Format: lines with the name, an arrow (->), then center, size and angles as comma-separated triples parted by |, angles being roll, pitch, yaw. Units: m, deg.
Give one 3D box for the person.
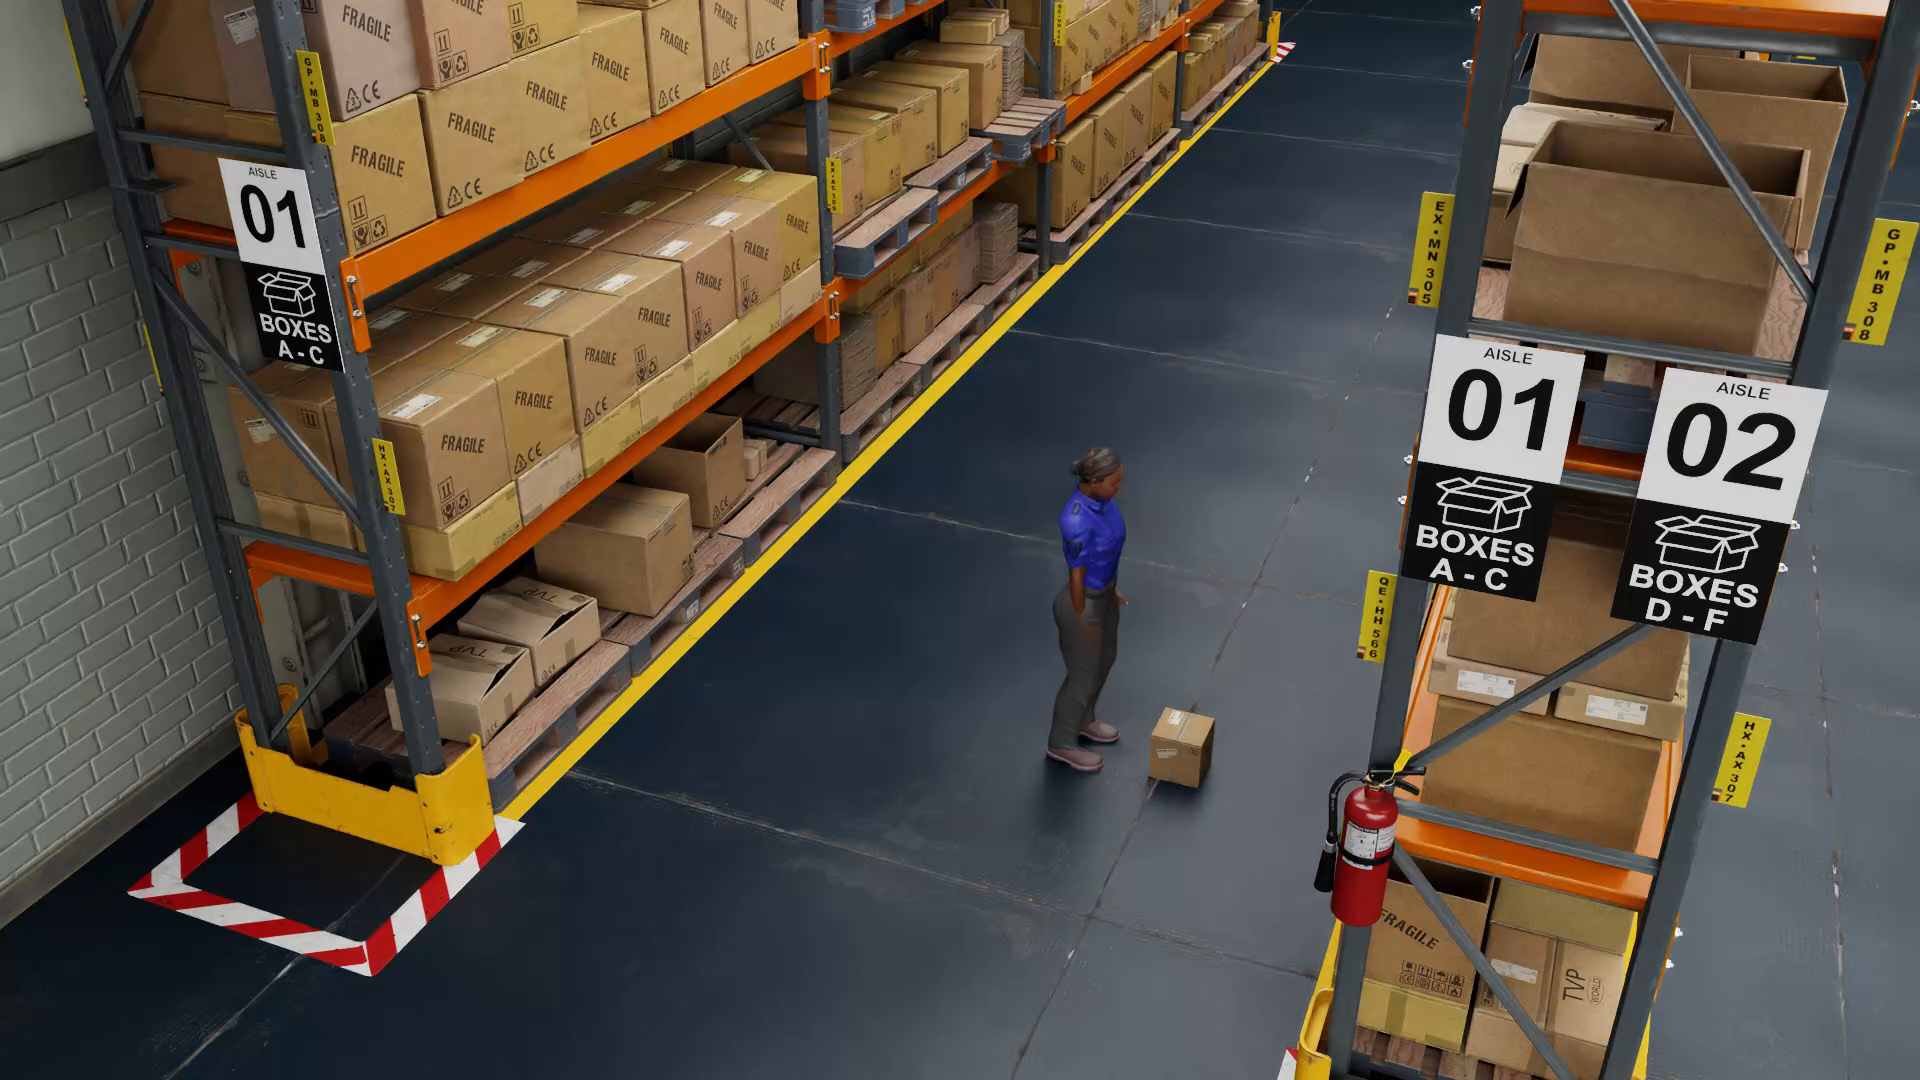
person -> 0.621, 0.306, 7.889 | 0.300, 1.641, 0.440 | 12, 32, 20
